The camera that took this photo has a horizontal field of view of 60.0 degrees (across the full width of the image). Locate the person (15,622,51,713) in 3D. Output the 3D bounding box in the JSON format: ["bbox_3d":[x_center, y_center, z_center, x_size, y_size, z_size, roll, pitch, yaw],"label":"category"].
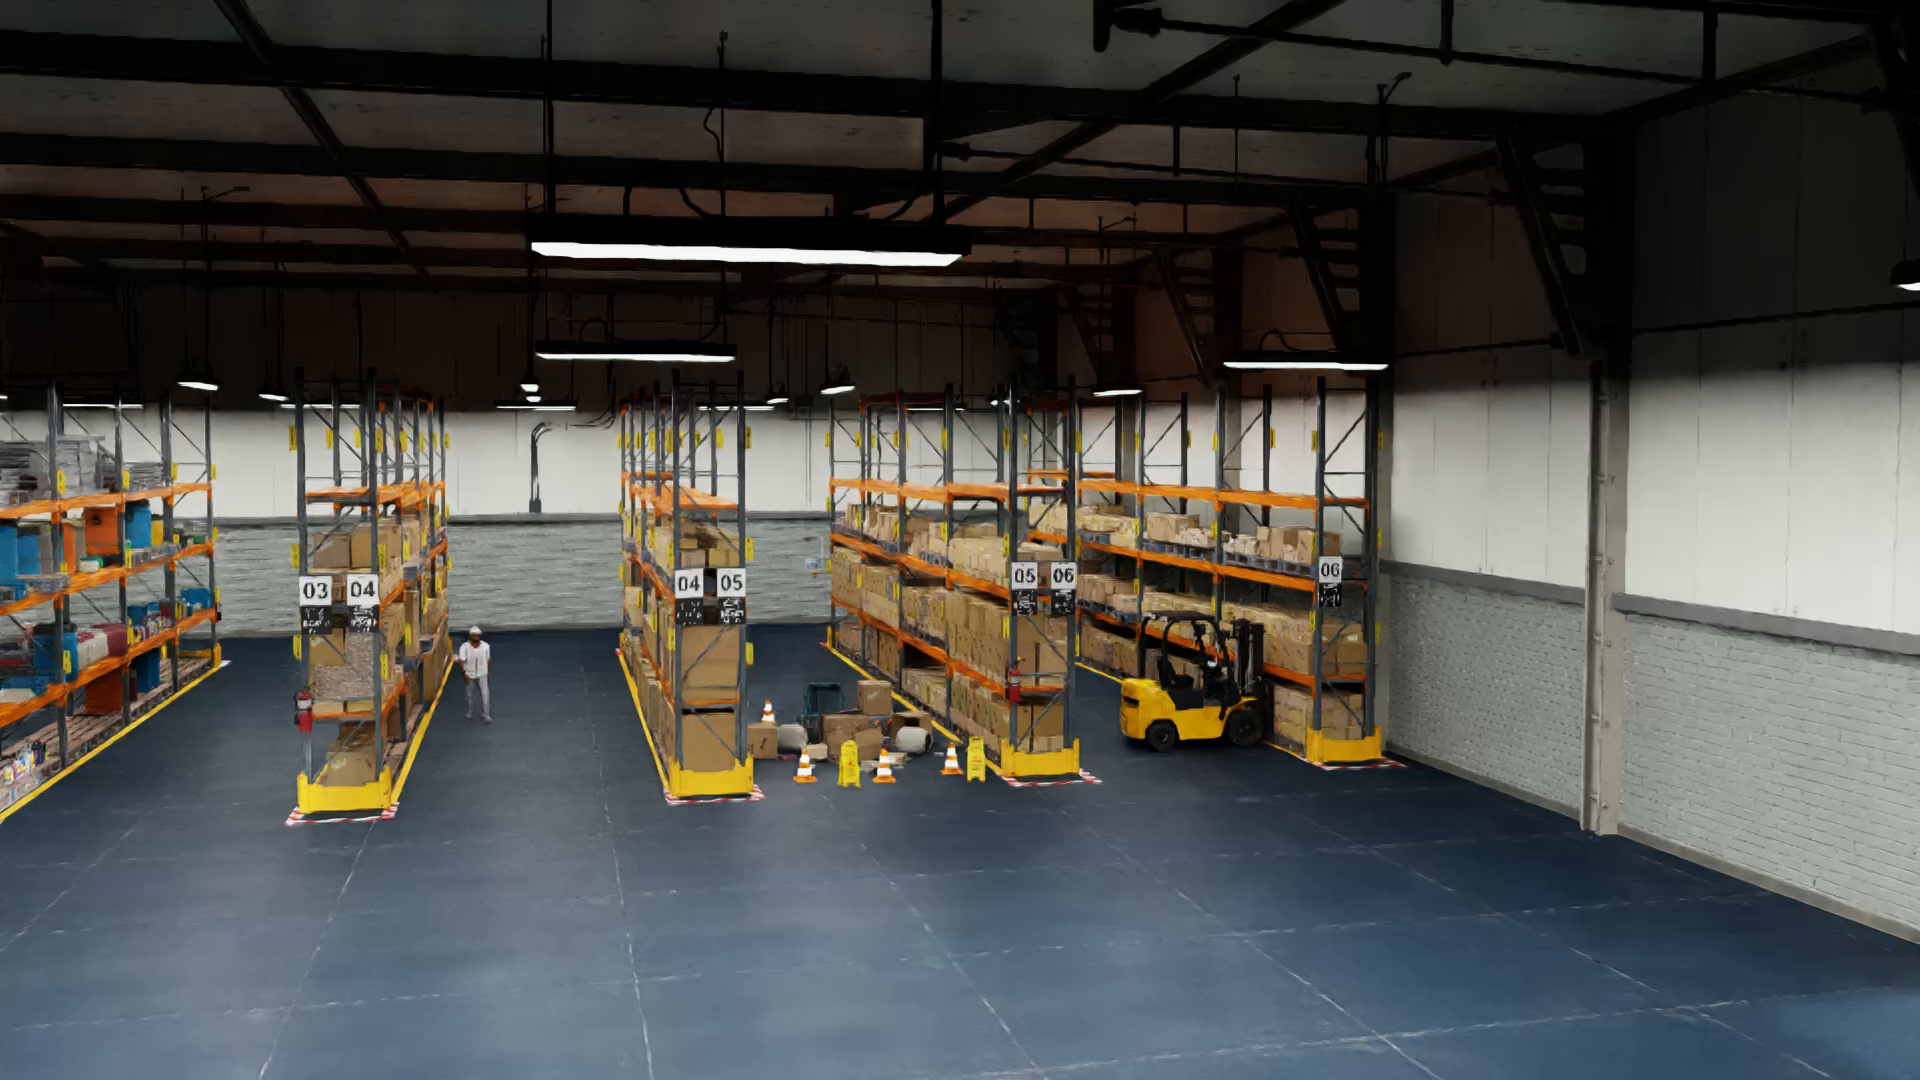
[{"bbox_3d":[-16.813,2.335,30.054,0.573,1.715,1.103,0,3,-5],"label":"person"}]

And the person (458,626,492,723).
[{"bbox_3d":[-8.603,2.380,29.501,0.569,1.709,1.035,-1,4,-23],"label":"person"}]
